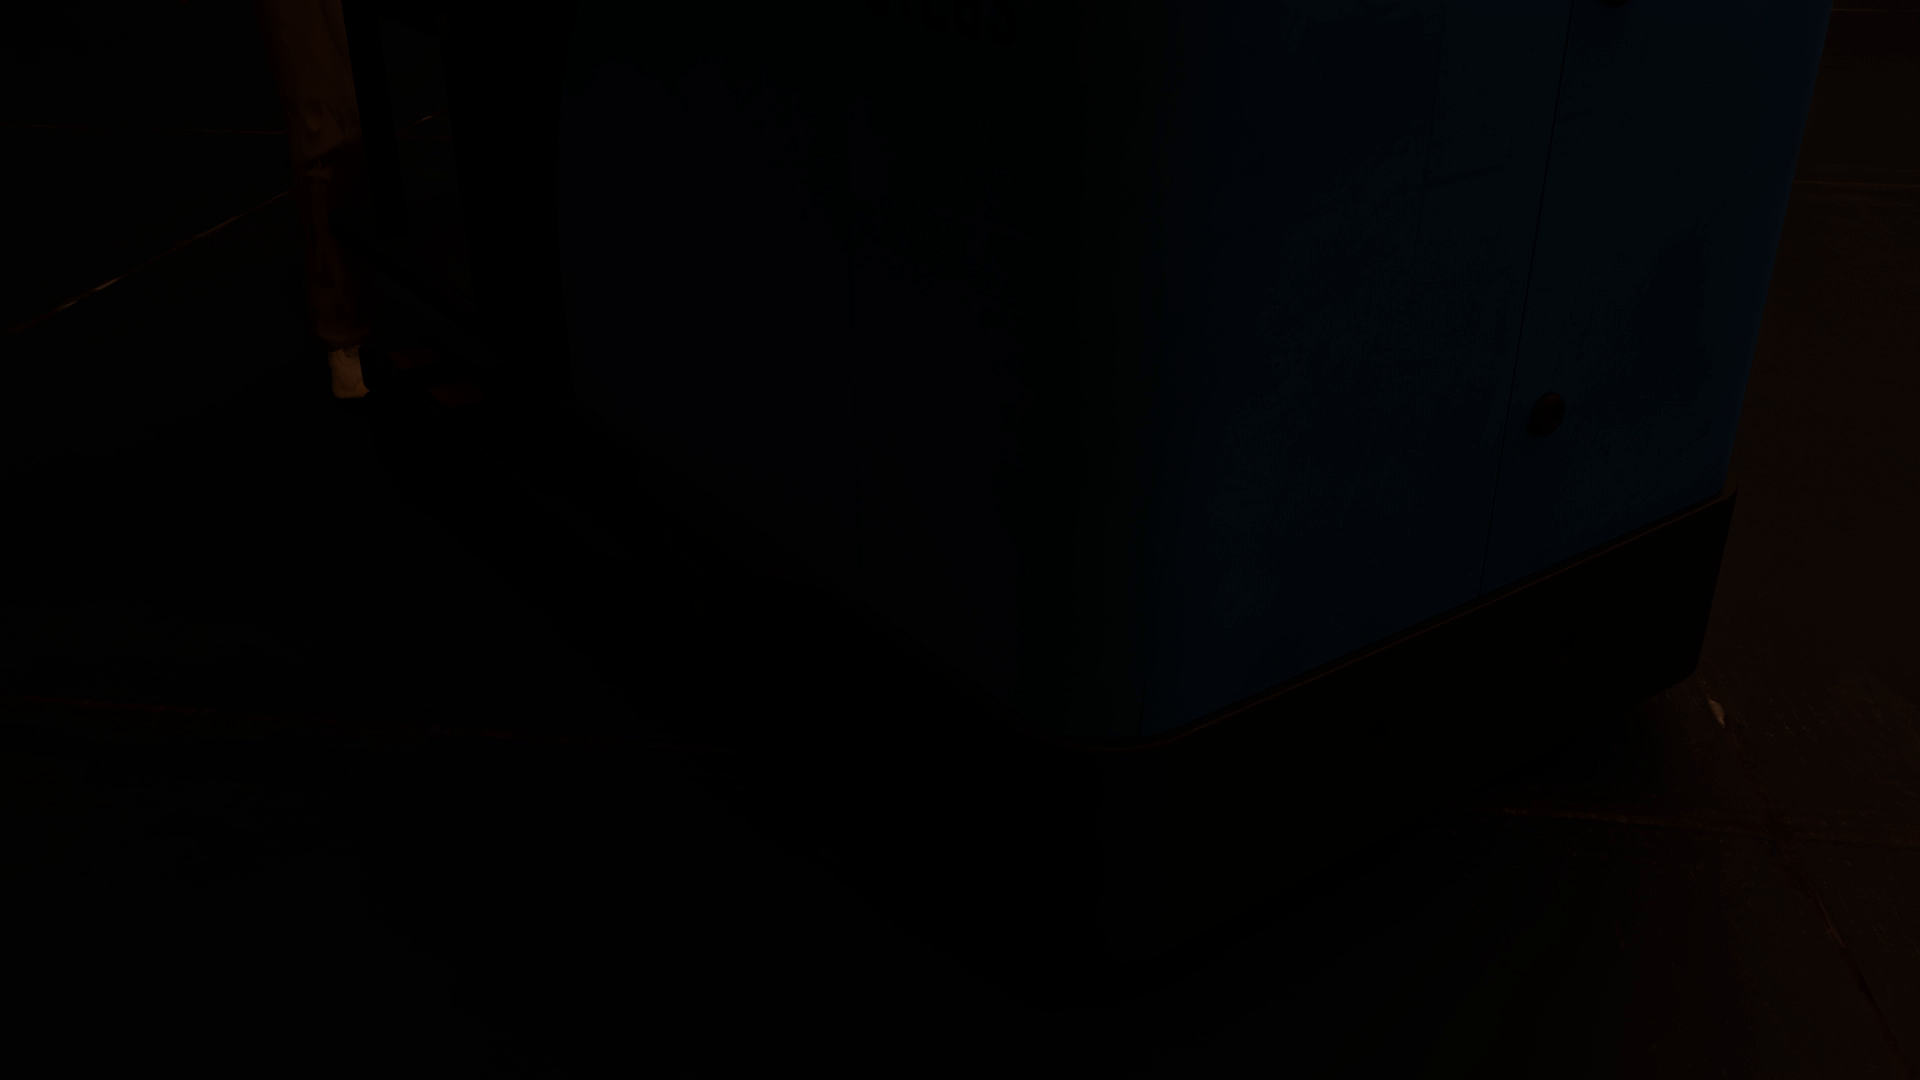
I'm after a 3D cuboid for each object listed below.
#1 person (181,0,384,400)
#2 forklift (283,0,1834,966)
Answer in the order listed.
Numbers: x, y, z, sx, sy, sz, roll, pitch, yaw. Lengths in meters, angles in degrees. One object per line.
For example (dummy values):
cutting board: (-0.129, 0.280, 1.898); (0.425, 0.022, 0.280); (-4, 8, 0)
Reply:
person: (-0.998, -1.042, 2.761); (0.648, 1.634, 0.402); (-20, 33, -35)
forklift: (-0.356, -1.517, 2.257); (1.130, 2.935, 3.031); (-18, 32, -32)
